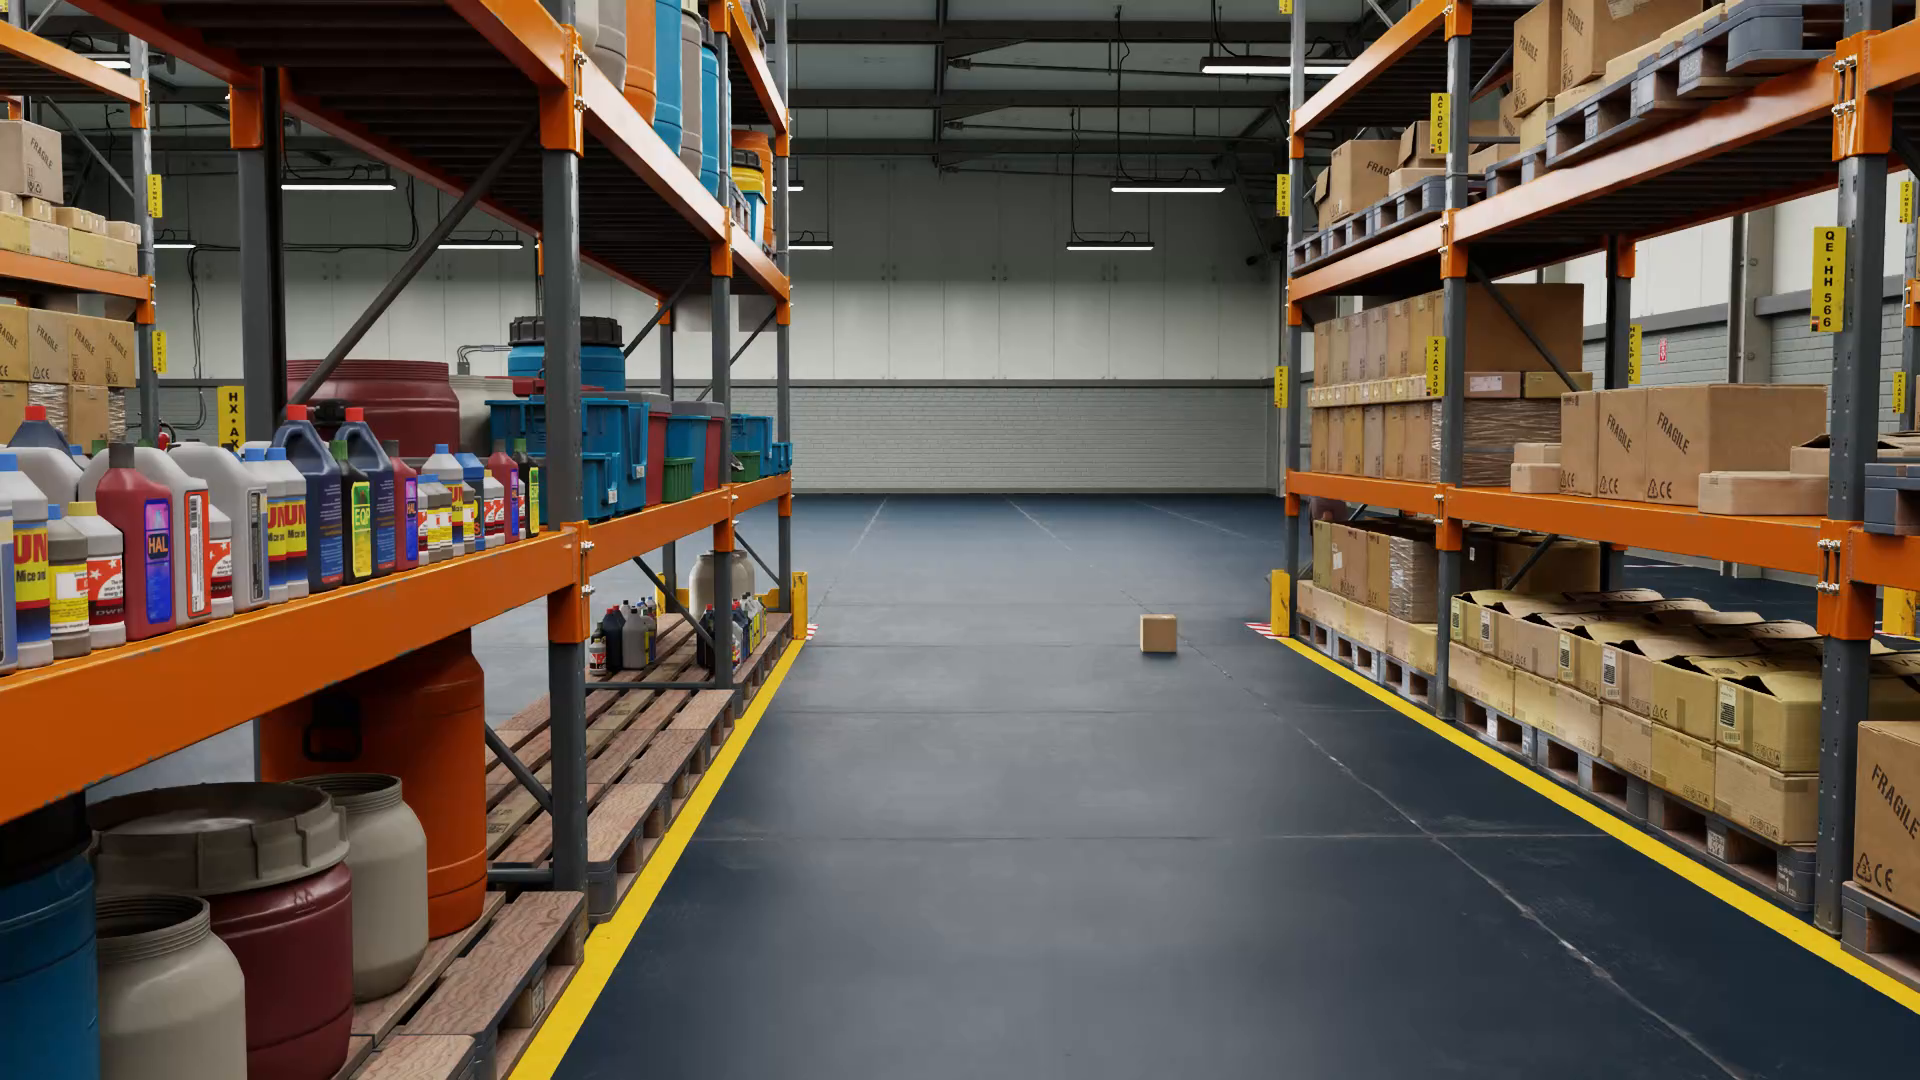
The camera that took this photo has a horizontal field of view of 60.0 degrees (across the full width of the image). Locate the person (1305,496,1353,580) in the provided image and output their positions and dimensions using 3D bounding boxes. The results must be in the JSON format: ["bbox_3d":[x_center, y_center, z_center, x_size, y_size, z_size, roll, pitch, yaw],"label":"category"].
[{"bbox_3d":[3.240,-0.239,14.597,0.534,1.775,0.657,0,4,0],"label":"person"}]
